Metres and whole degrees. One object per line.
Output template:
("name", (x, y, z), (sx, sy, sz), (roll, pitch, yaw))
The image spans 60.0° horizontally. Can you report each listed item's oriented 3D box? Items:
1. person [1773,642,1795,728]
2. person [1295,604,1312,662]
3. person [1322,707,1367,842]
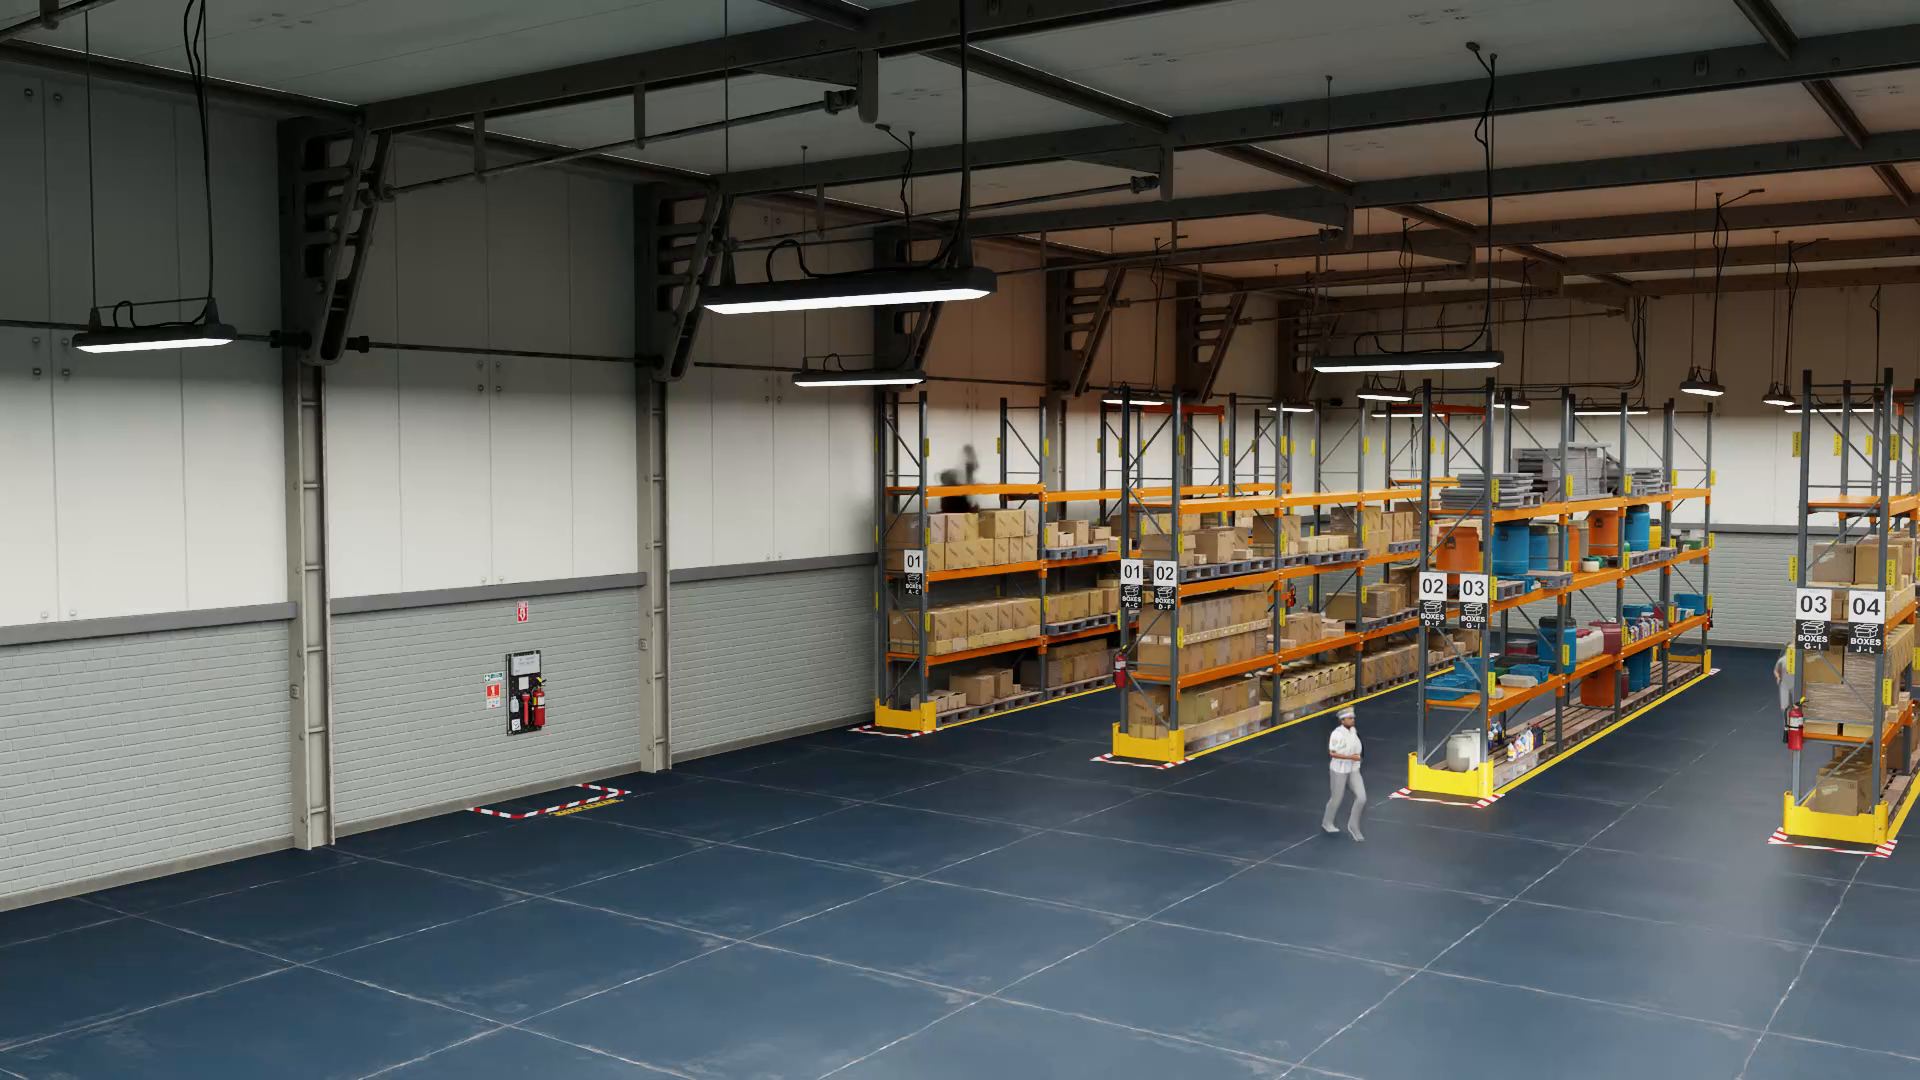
("person", (14.455, 2.582, 28.945), (0.561, 1.620, 0.588), (2, 4, 34))
("person", (7.376, 2.194, 35.713), (0.608, 1.656, 0.538), (2, 4, 26))
("person", (4.917, 2.984, 21.251), (0.561, 1.743, 0.743), (-2, 4, -27))
